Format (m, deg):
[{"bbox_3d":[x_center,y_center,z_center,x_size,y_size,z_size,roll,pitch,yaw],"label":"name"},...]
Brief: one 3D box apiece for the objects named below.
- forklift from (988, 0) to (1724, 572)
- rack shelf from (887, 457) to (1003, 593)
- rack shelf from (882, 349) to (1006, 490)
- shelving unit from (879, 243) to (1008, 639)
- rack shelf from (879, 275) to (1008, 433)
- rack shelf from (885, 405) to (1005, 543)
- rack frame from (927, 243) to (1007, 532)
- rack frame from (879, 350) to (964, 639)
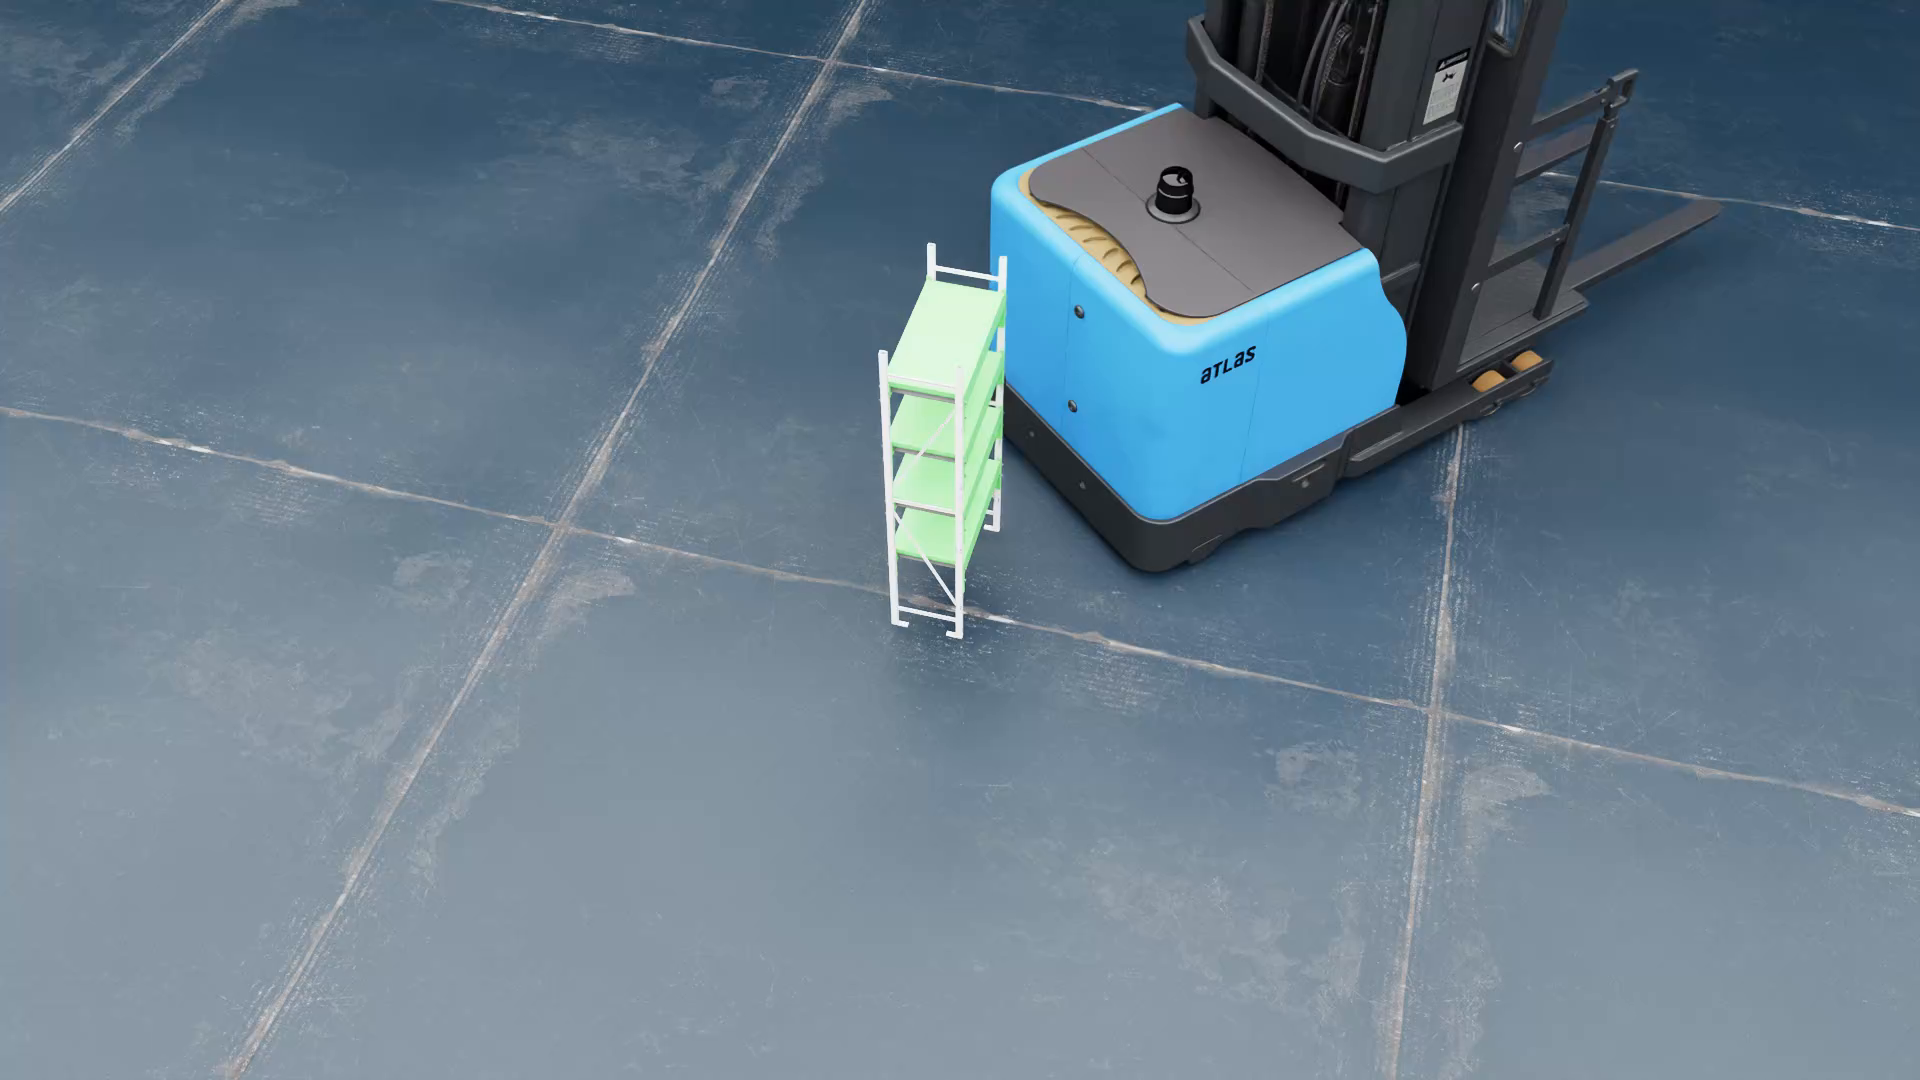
[{"bbox_3d":[1.598,-1.737,5.328,3.031,2.935,1.130,-26,54,-21],"label":"forklift"},{"bbox_3d":[-0.044,-0.076,5.422,0.258,0.148,0.480,12,50,10],"label":"rack shelf"},{"bbox_3d":[-0.044,-0.394,5.062,0.258,0.148,0.480,12,50,10],"label":"rack shelf"},{"bbox_3d":[-0.044,-0.277,5.194,0.258,1.200,0.503,12,50,10],"label":"shelving unit"},{"bbox_3d":[-0.044,-0.553,4.883,0.258,0.148,0.480,12,50,10],"label":"rack shelf"},{"bbox_3d":[-0.044,-0.235,5.242,0.258,0.148,0.480,12,50,10],"label":"rack shelf"},{"bbox_3d":[0.021,-0.454,5.350,0.240,1.200,0.015,12,50,10],"label":"rack frame"},{"bbox_3d":[-0.108,-0.101,5.039,0.240,1.200,0.015,12,50,10],"label":"rack frame"}]
